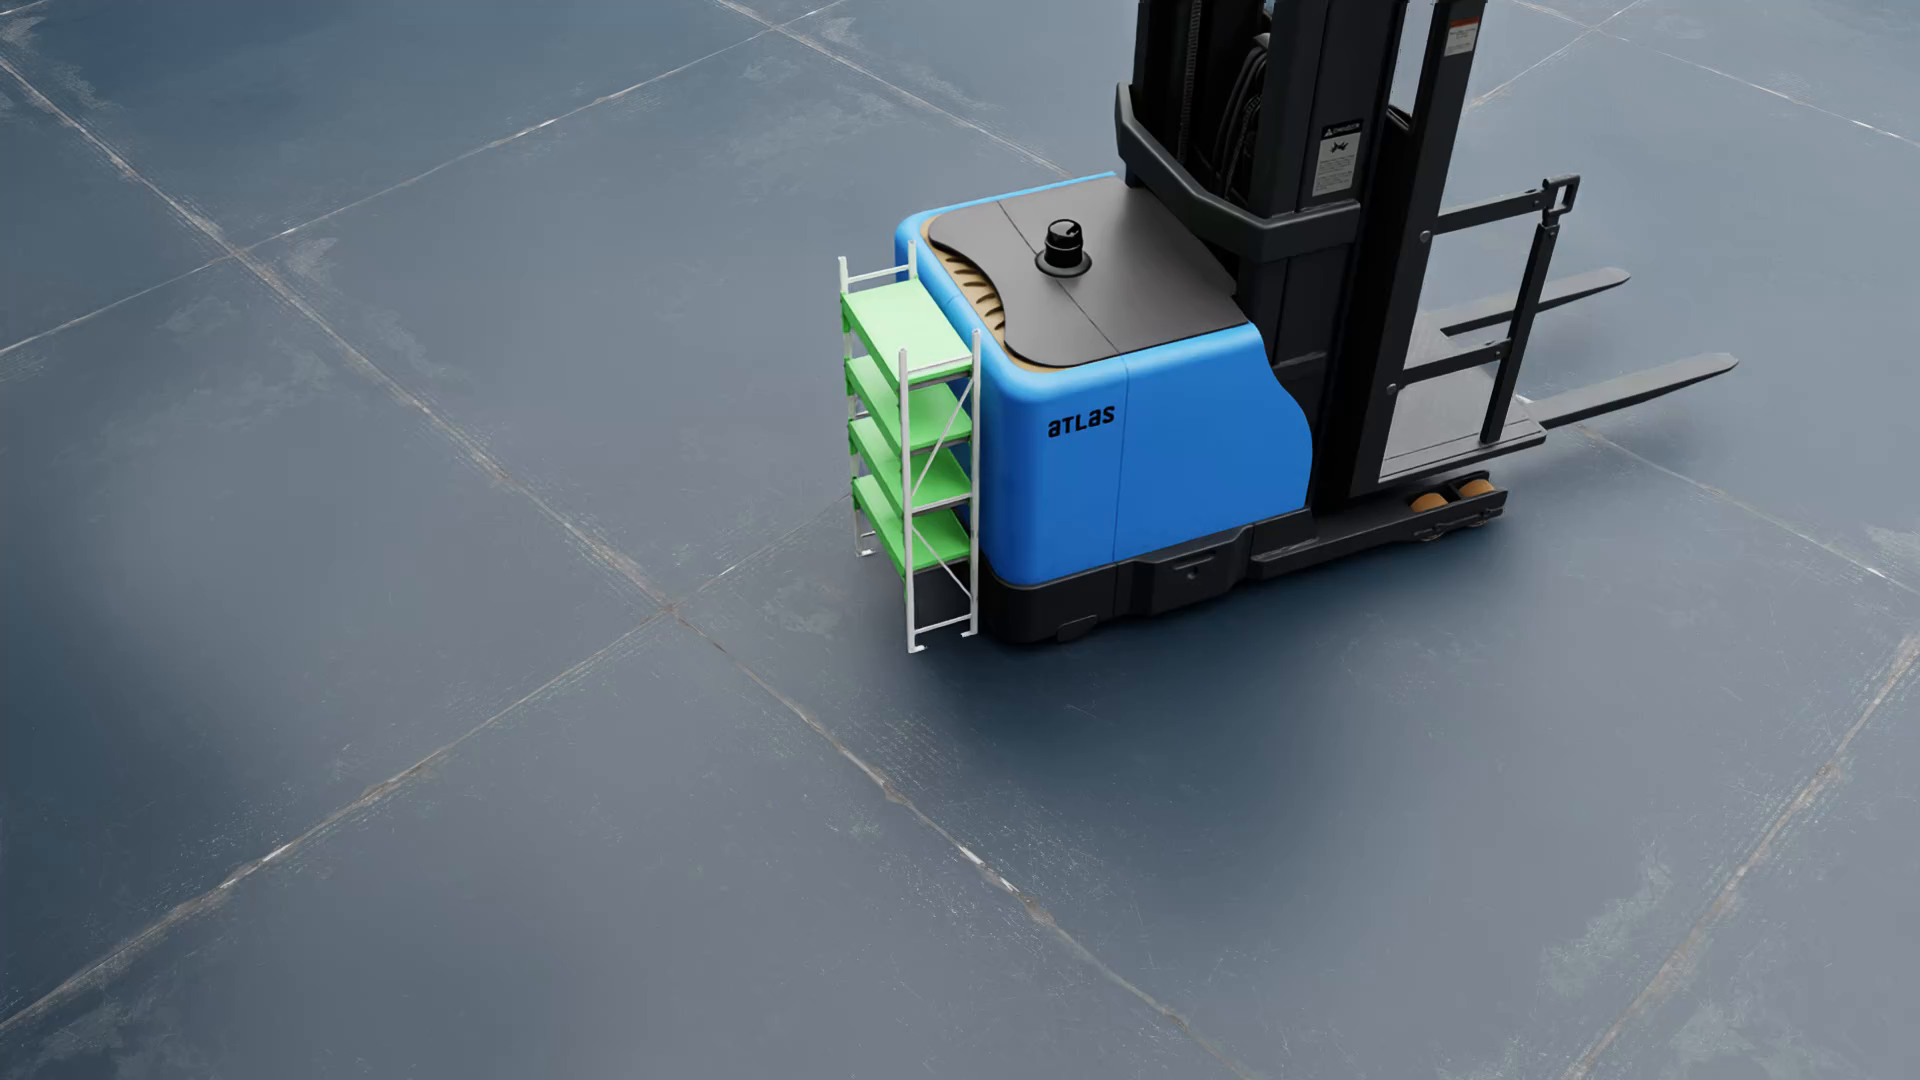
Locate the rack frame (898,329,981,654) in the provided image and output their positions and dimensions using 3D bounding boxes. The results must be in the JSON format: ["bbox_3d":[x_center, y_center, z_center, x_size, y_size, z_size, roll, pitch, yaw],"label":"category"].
[{"bbox_3d":[-0.056,-0.110,4.985,0.240,1.200,0.015,-16,45,-16],"label":"rack frame"}]

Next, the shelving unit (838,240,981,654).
[{"bbox_3d":[-0.150,-0.263,5.150,0.258,1.200,0.503,-16,45,-16],"label":"shelving unit"}]

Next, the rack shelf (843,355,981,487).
[{"bbox_3d":[-0.150,-0.392,5.031,0.258,0.148,0.480,-16,45,-16],"label":"rack shelf"}]

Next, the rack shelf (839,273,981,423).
[{"bbox_3d":[-0.150,-0.568,4.868,0.258,0.148,0.480,-16,45,-16],"label":"rack shelf"}]

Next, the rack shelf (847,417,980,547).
[{"bbox_3d":[-0.150,-0.216,5.193,0.258,0.148,0.480,-16,45,-16],"label":"rack shelf"}]

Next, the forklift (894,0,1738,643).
[{"bbox_3d":[1.346,-1.391,5.095,3.031,2.935,1.130,-15,45,-16],"label":"forklift"}]

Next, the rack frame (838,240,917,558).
[{"bbox_3d":[-0.244,-0.415,5.315,0.240,1.200,0.015,-16,45,-16],"label":"rack frame"}]

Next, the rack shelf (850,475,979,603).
[{"bbox_3d":[-0.150,-0.039,5.356,0.258,0.148,0.480,-16,45,-16],"label":"rack shelf"}]
